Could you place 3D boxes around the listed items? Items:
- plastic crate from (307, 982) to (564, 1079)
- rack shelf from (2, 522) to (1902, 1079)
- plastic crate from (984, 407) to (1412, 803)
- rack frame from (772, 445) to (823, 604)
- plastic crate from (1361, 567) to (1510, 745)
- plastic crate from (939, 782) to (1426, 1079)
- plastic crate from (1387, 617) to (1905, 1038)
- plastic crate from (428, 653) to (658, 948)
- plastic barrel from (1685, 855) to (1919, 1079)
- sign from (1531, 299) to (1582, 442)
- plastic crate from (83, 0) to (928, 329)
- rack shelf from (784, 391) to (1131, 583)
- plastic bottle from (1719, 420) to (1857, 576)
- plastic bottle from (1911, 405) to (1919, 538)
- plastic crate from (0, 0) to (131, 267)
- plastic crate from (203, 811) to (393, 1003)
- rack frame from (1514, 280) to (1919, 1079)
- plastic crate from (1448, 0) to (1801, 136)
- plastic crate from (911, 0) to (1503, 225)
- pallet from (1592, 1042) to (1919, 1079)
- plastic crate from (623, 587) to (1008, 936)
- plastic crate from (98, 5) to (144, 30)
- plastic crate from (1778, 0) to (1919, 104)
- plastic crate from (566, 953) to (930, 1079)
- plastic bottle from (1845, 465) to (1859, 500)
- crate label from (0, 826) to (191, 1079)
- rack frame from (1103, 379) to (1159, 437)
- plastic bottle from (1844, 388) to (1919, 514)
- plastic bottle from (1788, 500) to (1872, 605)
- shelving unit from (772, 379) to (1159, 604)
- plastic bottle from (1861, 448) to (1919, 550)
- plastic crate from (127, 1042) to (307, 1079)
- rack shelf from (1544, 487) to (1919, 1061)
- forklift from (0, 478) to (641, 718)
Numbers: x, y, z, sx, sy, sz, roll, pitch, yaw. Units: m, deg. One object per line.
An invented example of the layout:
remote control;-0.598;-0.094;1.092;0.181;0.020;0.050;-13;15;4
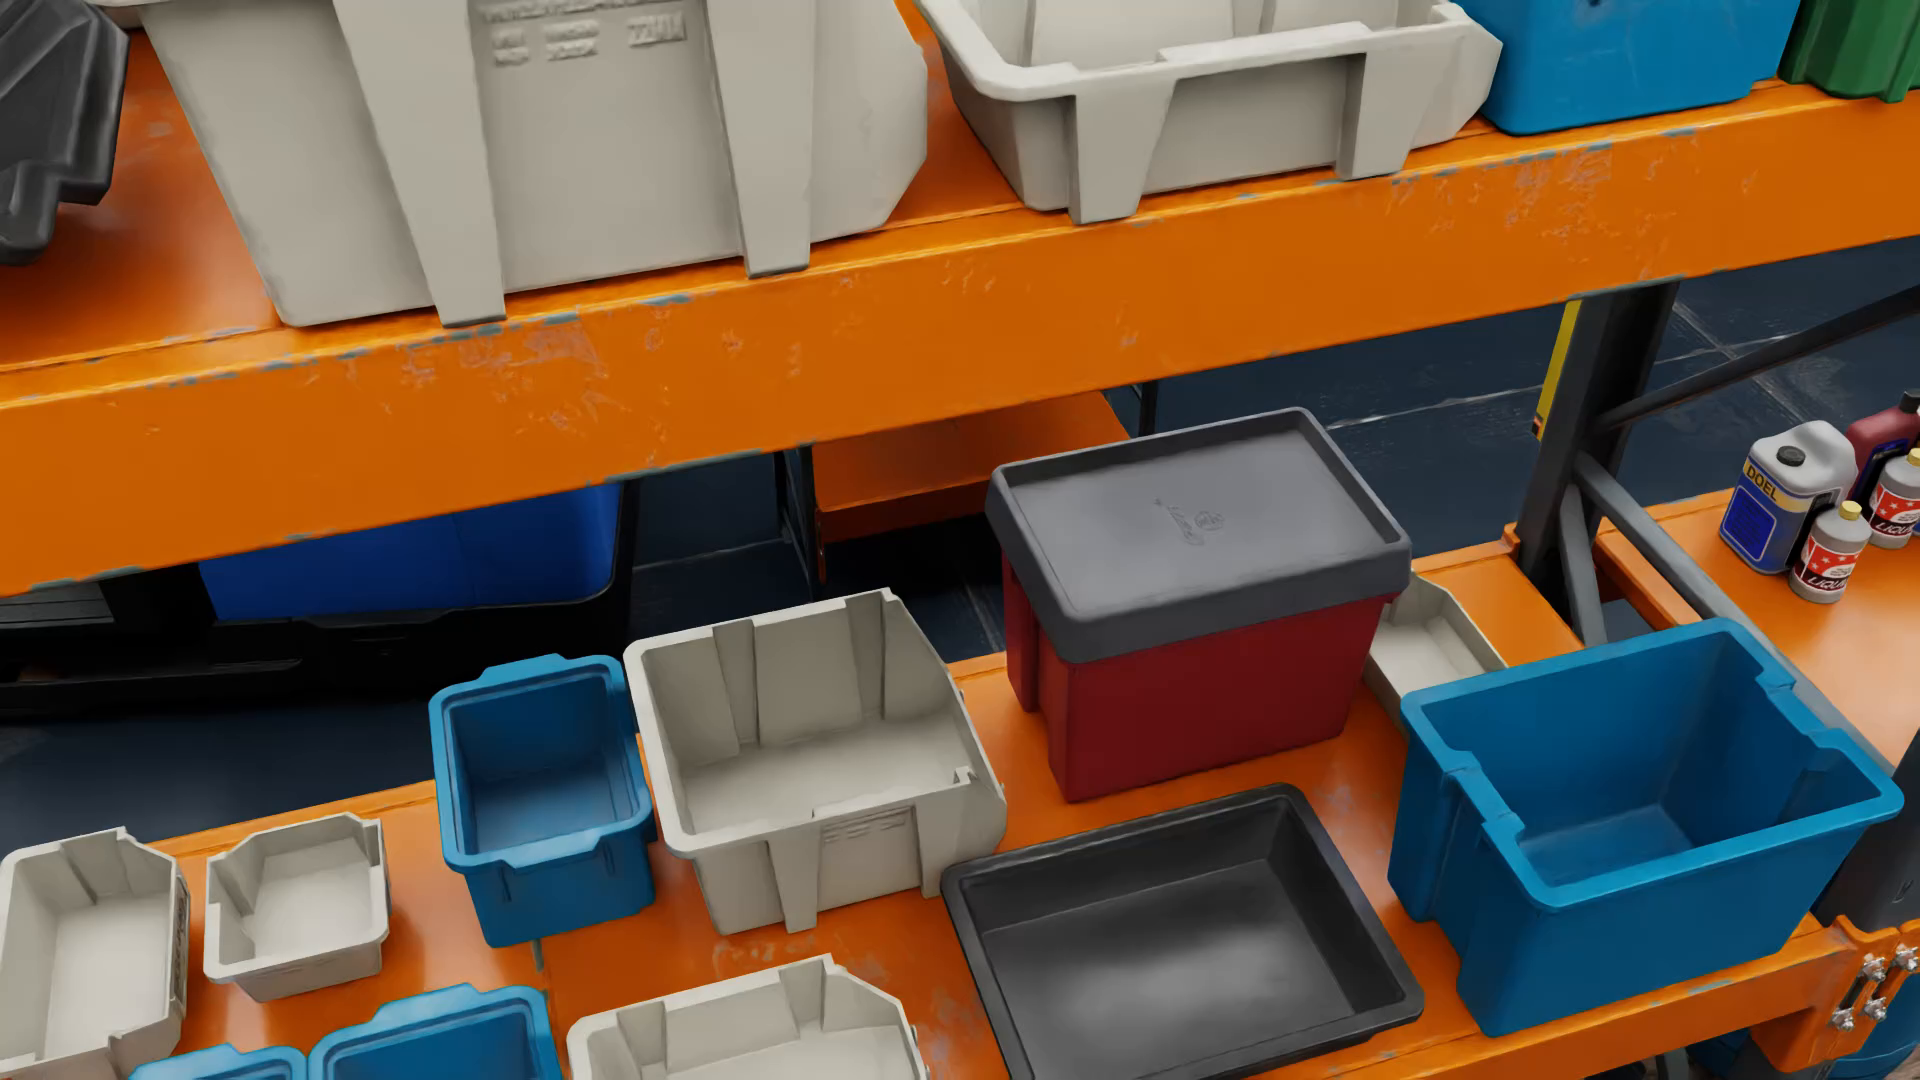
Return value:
plastic crate;-0.643;0.815;2.119;0.300;0.233;0.416;-12;42;-13
rack shelf;-0.612;0.812;2.588;4.000;0.370;1.077;-12;42;-13
plastic crate;0.369;0.118;2.741;0.583;0.464;0.402;-12;42;-13
rack frame;-0.491;-0.322;4.763;0.032;1.125;0.500;-12;42;-13
plastic crate;0.809;0.225;2.868;0.243;0.136;0.396;-12;42;-13
plastic crate;0.309;0.616;2.428;0.590;0.125;0.437;-12;42;-13
plastic crate;0.953;0.435;2.438;0.575;0.384;0.392;-12;42;-13
plastic crate;-0.638;0.410;2.583;0.300;0.233;0.416;-12;42;-13
plastic barrel;1.820;0.681;3.467;0.708;0.901;0.600;-12;42;-13
sign;1.132;-0.304;3.108;0.005;0.325;0.100;-12;42;-13
plastic crate;-0.313;-0.393;1.230;0.530;0.282;0.437;-12;42;-13
rack shelf;-0.006;-0.238;5.039;1.000;0.278;0.538;-12;42;-13
plastic bottle;1.575;-0.088;3.166;0.135;0.276;0.152;-12;42;-13
plastic bottle;1.923;-0.161;3.248;0.135;0.276;0.152;-12;42;-13
plastic crate;-0.980;-0.300;1.080;0.767;0.338;0.504;-12;42;-13
plastic crate;-0.980;0.549;2.496;0.250;0.136;0.298;-12;42;-13
rack frame;1.296;0.146;2.803;0.127;3.000;1.000;-12;42;-13
plastic crate;0.523;-0.541;1.436;0.300;0.233;0.416;-12;42;-13
plastic crate;0.197;-0.395;1.342;0.466;0.136;0.293;-12;42;-13
pallet;2.044;1.069;3.866;1.213;0.211;1.003;-12;42;-13
plastic crate;-0.216;0.354;2.610;0.530;0.282;0.437;-12;42;-13
plastic crate;-0.623;-0.658;1.644;0.530;0.136;0.437;-12;42;-13
plastic crate;0.983;-0.631;1.573;0.662;0.188;0.450;-12;42;-13
plastic crate;-0.275;0.755;2.261;0.466;0.136;0.293;-12;42;-13
plastic bottle;1.677;-0.100;3.236;0.097;0.201;0.097;0;41;0
crate label;-1.257;0.619;2.416;0.243;0.136;0.396;-12;42;-13
rack frame;0.478;-0.523;4.993;0.032;1.125;0.500;-12;42;-13
plastic bottle;1.782;-0.166;3.248;0.133;0.283;0.061;-12;42;-13
plastic bottle;1.630;0.014;3.105;0.097;0.201;0.097;0;41;0
shelving unit;-0.006;-0.422;4.878;1.048;1.125;0.538;-12;42;-13
plastic bottle;1.823;-0.089;3.223;0.097;0.201;0.097;0;41;0
plastic crate;-0.929;0.874;2.051;0.300;0.233;0.416;-12;42;-13
rack shelf;3.203;0.021;3.493;4.000;0.370;1.077;-12;42;-13
forklift;-2.513;-0.958;4.118;3.031;2.935;1.130;-3;41;-4
